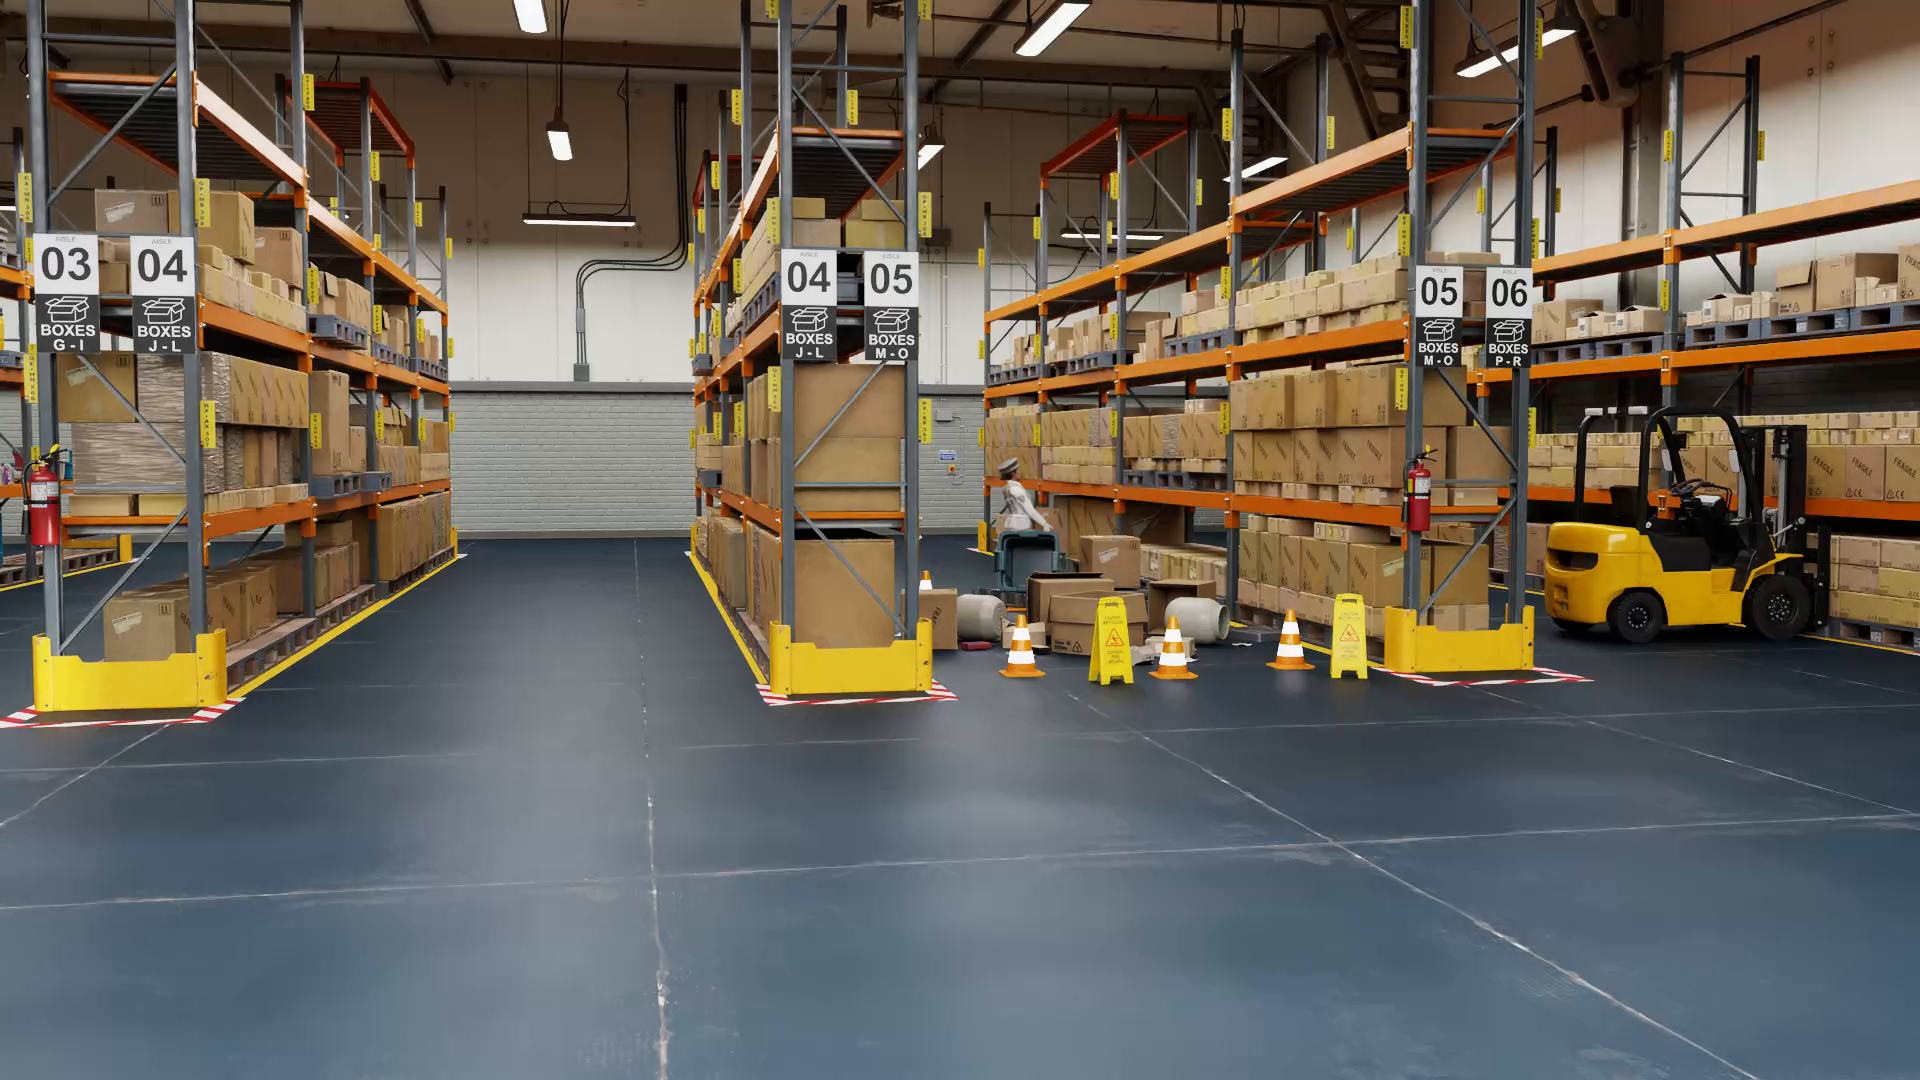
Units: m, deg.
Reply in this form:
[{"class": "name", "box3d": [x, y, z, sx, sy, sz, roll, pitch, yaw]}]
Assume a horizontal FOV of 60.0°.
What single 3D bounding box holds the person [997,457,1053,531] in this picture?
[{"class": "person", "box3d": [0.708, -0.078, 18.408, 0.600, 1.683, 0.432, -1, 3, -11]}]
